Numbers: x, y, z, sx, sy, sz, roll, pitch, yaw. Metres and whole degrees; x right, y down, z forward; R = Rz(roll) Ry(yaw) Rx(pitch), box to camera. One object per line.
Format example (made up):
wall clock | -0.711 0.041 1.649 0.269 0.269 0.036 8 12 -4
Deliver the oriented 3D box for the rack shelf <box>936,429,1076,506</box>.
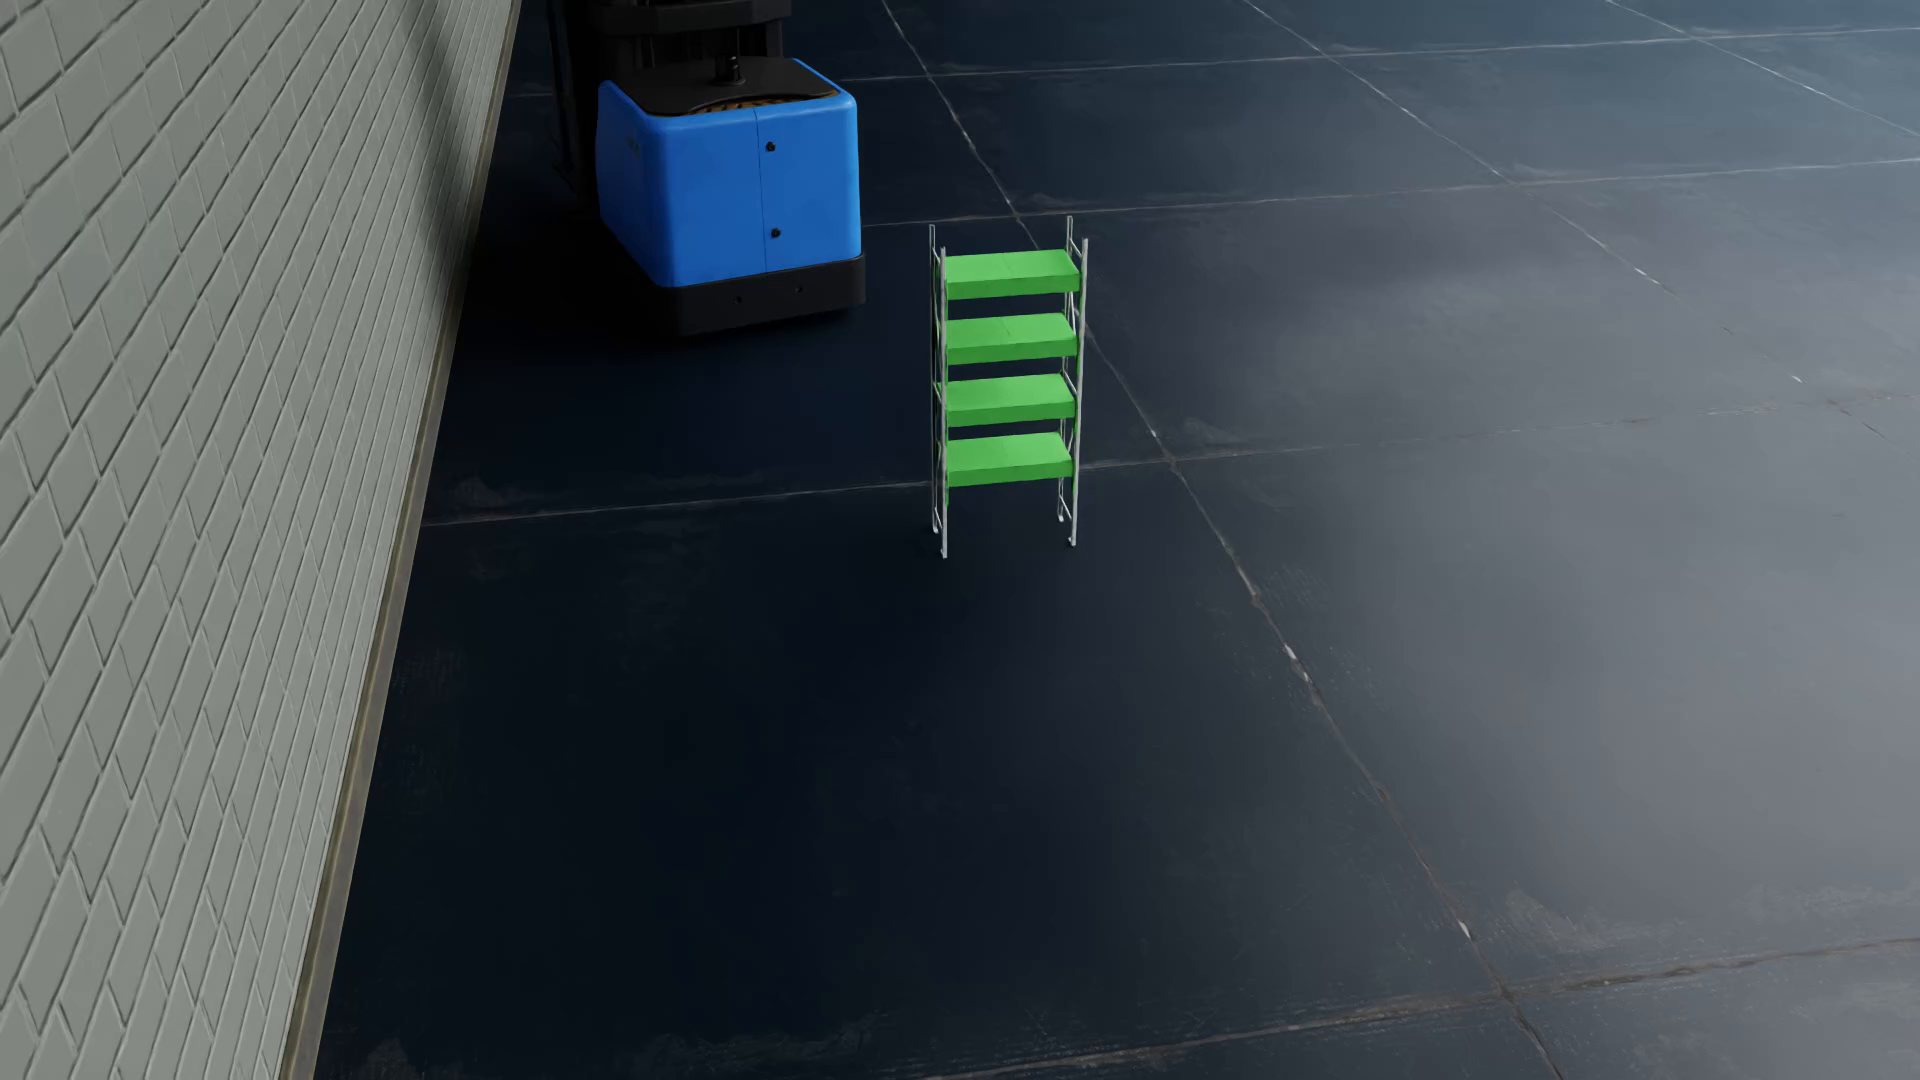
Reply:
rack shelf | 0.163 -0.270 6.126 0.480 0.148 0.258 -5 31 -9

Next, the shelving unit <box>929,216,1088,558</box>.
shelving unit | 0.163 -0.532 5.972 0.503 1.200 0.258 -5 31 -9

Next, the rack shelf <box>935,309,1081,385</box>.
rack shelf | 0.163 -0.684 5.882 0.480 0.148 0.258 -5 31 -9

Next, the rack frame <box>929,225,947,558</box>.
rack frame | -0.077 -0.510 5.934 0.015 1.200 0.240 -5 31 -9

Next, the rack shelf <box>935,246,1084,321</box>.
rack shelf | 0.163 -0.891 5.761 0.480 0.148 0.258 -5 31 -9

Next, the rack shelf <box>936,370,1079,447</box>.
rack shelf | 0.163 -0.477 6.004 0.480 0.148 0.258 -5 31 -9

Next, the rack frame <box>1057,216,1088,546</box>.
rack frame | 0.403 -0.555 6.009 0.015 1.200 0.240 -5 31 -9

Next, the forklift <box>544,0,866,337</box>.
forklift | -1.540 -2.930 8.341 1.130 2.935 3.031 -13 33 -21
